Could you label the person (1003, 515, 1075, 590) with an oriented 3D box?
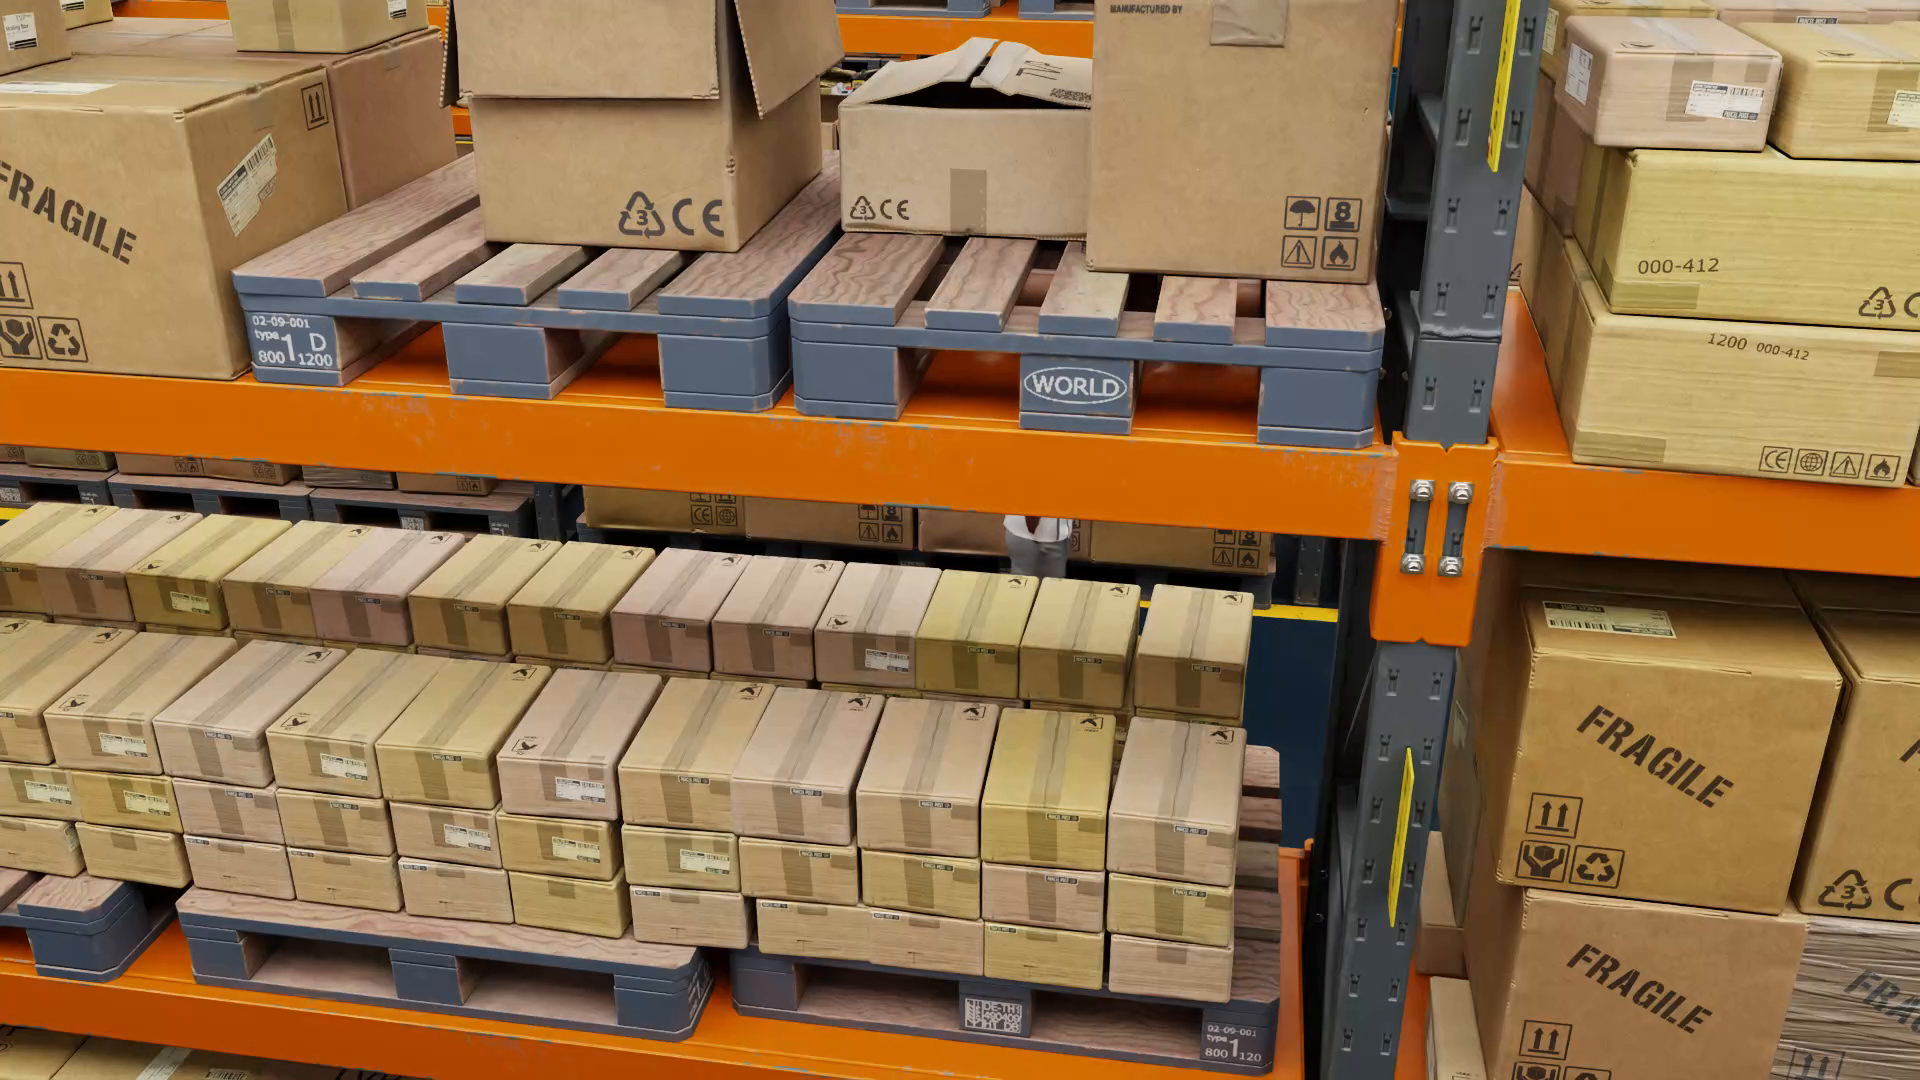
[{"bbox_3d":[0.362,-0.034,7.176,0.339,1.696,0.438,5,25,10],"label":"person"}]
